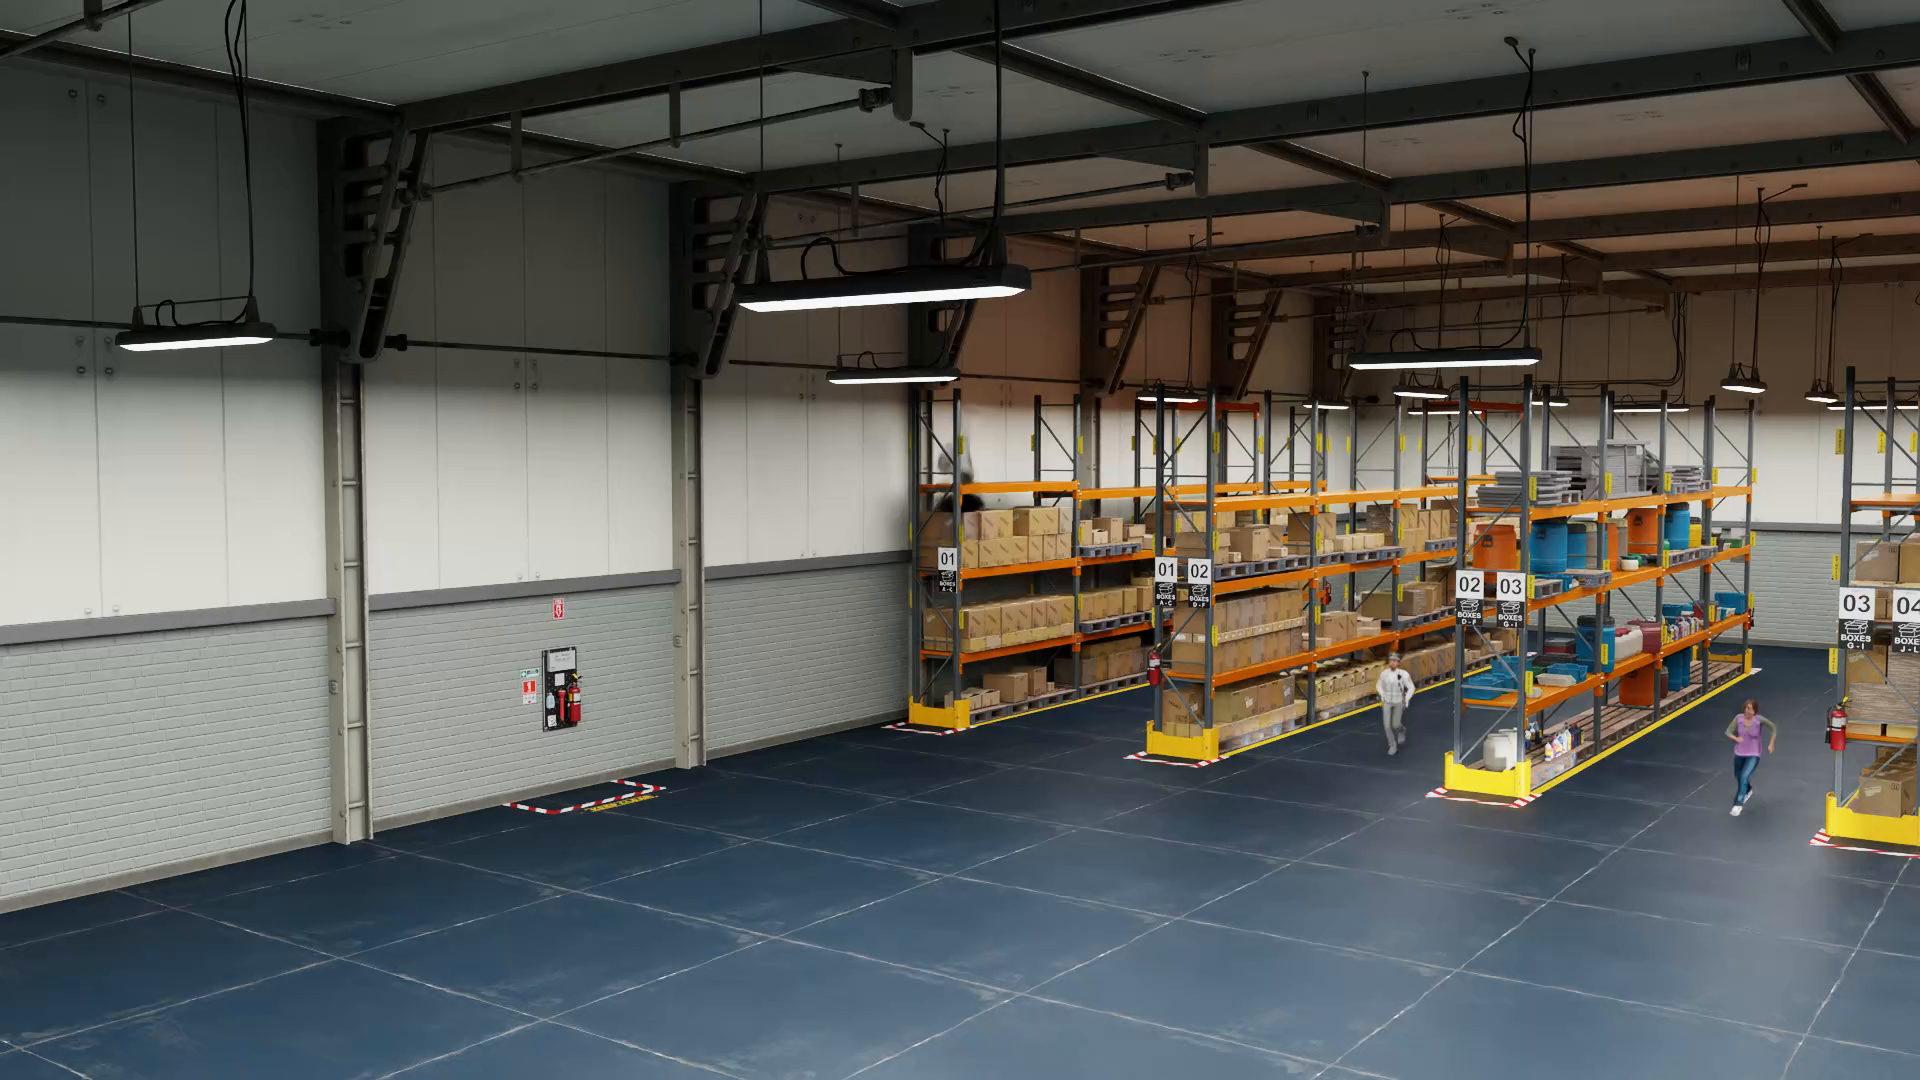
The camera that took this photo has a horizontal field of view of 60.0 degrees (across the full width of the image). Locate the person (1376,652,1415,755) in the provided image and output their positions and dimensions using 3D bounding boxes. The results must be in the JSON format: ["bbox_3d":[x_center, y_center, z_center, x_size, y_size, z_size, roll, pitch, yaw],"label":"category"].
[{"bbox_3d":[7.055,2.645,27.038,0.616,1.660,0.554,2,4,28],"label":"person"}]

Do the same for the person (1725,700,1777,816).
[{"bbox_3d":[10.763,2.940,22.651,0.602,1.577,0.817,3,4,41],"label":"person"}]

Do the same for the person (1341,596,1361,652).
[{"bbox_3d":[9.464,1.899,40.237,0.564,1.638,0.710,2,4,31],"label":"person"}]
